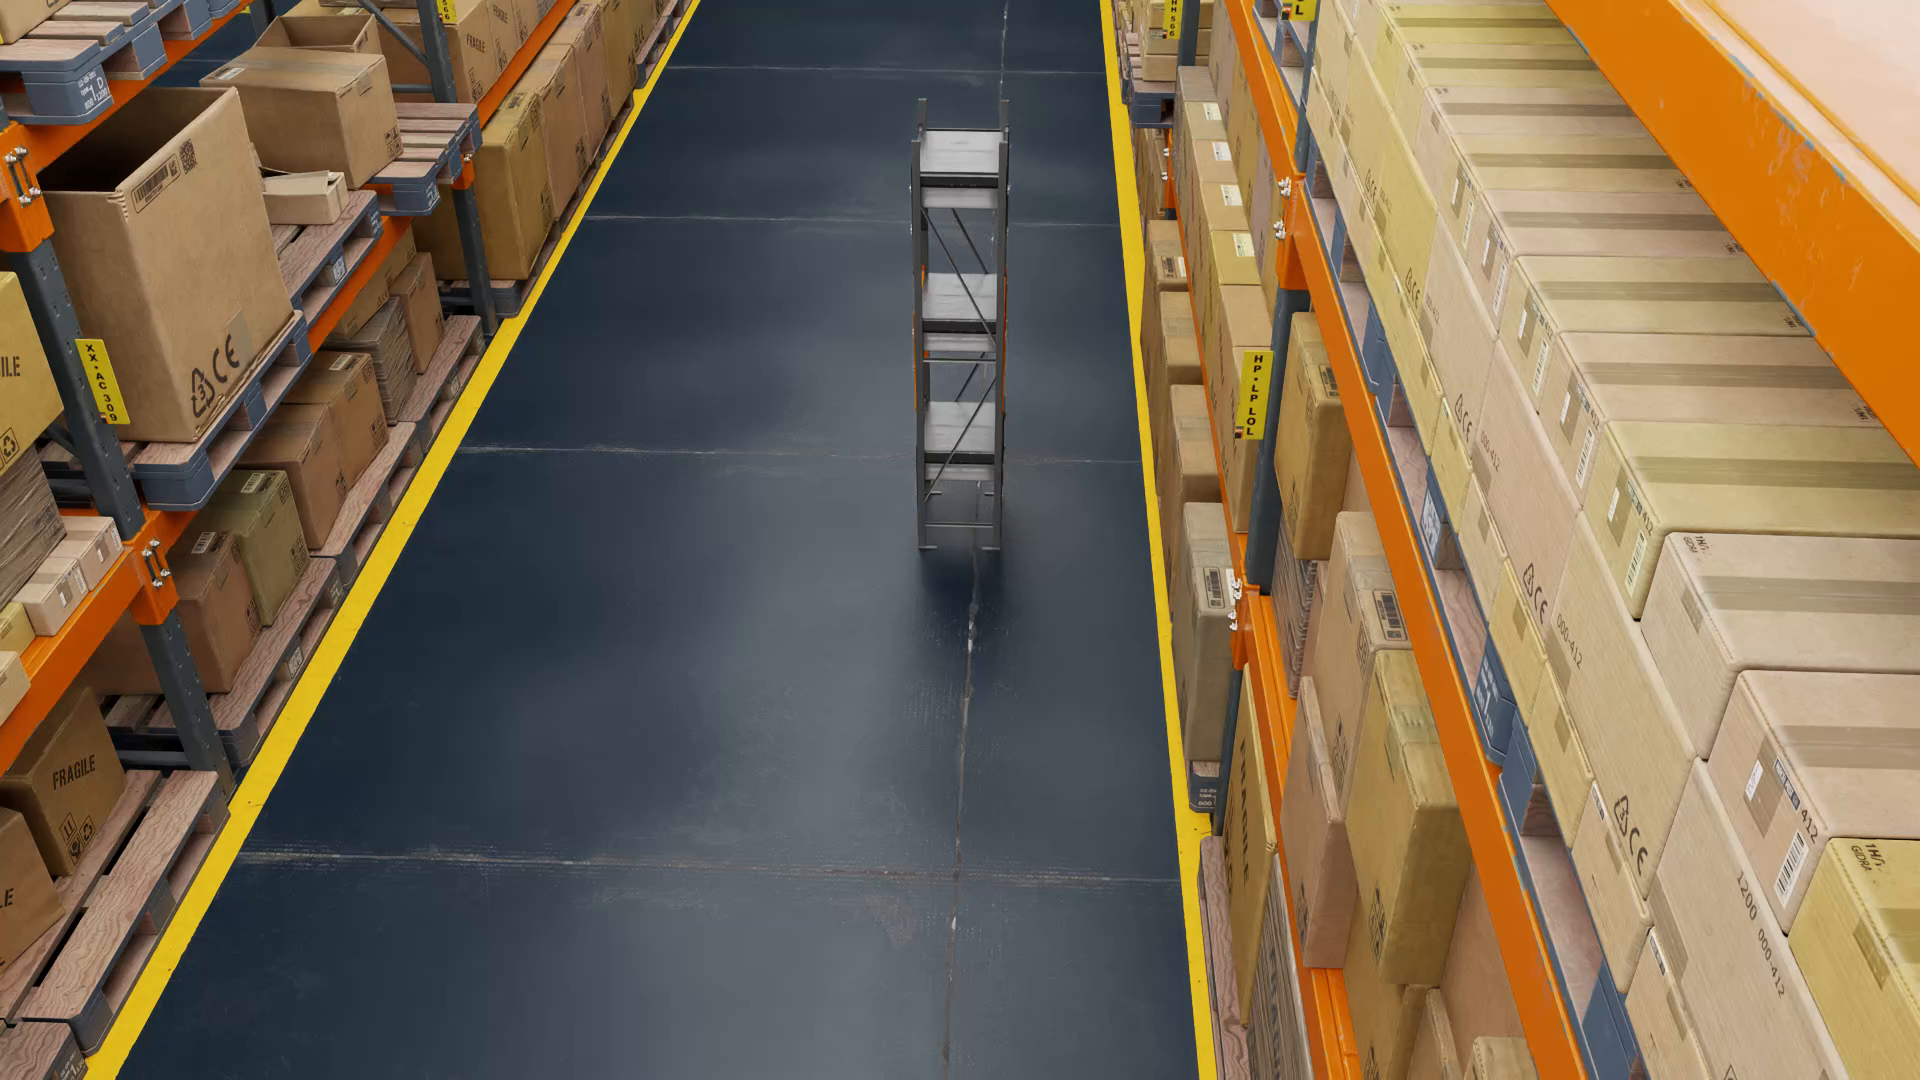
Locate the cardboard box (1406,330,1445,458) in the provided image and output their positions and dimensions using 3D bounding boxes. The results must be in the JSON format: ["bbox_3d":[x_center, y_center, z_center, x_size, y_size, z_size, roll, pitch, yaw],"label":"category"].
[{"bbox_3d":[1.078,-0.279,3.196,0.380,0.149,0.250,2,35,2],"label":"cardboard box"}]

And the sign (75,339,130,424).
[{"bbox_3d":[-2.916,-0.536,5.651,0.100,0.325,0.005,1,35,2],"label":"sign"}]

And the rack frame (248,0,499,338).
[{"bbox_3d":[-3.298,-2.488,9.182,1.000,3.000,0.127,1,35,2],"label":"rack frame"}]

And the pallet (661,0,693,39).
[{"bbox_3d":[-2.982,-4.783,14.872,1.003,0.211,1.213,1,35,2],"label":"pallet"}]

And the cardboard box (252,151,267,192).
[{"bbox_3d":[-3.481,-1.402,7.181,0.797,0.503,0.637,5,35,7],"label":"cardboard box"}]

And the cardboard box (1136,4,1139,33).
[{"bbox_3d":[1.250,-3.112,9.923,0.380,0.149,0.250,1,35,1],"label":"cardboard box"}]

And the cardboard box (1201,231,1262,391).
[{"bbox_3d":[1.288,-0.945,6.899,0.500,0.500,0.500,2,35,2],"label":"cardboard box"}]

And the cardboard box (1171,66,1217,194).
[{"bbox_3d":[1.366,-2.105,8.549,0.500,0.500,0.500,2,35,2],"label":"cardboard box"}]

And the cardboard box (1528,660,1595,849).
[{"bbox_3d":[1.039,0.307,2.362,0.380,0.149,0.250,2,35,2],"label":"cardboard box"}]

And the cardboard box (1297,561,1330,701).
[{"bbox_3d":[1.491,0.450,4.870,0.875,0.550,0.550,1,35,2],"label":"cardboard box"}]

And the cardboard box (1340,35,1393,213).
[{"bbox_3d":[1.175,-0.953,3.808,0.500,0.250,0.500,1,35,2],"label":"cardboard box"}]

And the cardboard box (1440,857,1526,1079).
[{"bbox_3d":[1.475,0.929,3.250,0.875,0.550,0.550,1,35,2],"label":"cardboard box"}]

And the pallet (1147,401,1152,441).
[{"bbox_3d":[1.547,-0.723,9.096,1.003,0.211,1.213,1,35,2],"label":"pallet"}]

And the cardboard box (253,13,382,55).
[{"bbox_3d":[-3.279,-2.390,8.589,0.500,0.500,0.500,-3,35,-4],"label":"cardboard box"}]

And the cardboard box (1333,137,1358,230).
[{"bbox_3d":[1.119,-0.861,4.024,0.380,0.149,0.250,1,35,2],"label":"cardboard box"}]

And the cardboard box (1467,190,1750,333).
[{"bbox_3d":[1.069,-0.460,2.760,0.380,0.149,0.250,2,35,2],"label":"cardboard box"}]

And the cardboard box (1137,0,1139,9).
[{"bbox_3d":[1.247,-3.249,9.859,0.380,0.149,0.250,1,35,2],"label":"cardboard box"}]

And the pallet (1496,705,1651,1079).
[{"bbox_3d":[1.352,0.663,2.166,1.003,0.211,1.213,1,35,2],"label":"pallet"}]

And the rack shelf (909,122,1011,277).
[{"bbox_3d":[0.007,-1.516,7.387,0.431,0.518,0.480,1,35,2],"label":"rack shelf"}]

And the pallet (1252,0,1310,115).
[{"bbox_3d":[1.481,-1.694,5.610,0.805,0.209,1.217,0,35,0],"label":"pallet"}]

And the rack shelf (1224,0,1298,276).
[{"bbox_3d":[1.574,-2.099,6.645,1.077,0.370,4.000,1,35,2],"label":"rack shelf"}]

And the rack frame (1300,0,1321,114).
[{"bbox_3d":[1.493,-2.472,3.941,1.000,3.000,0.127,1,35,2],"label":"rack frame"}]

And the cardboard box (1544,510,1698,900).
[{"bbox_3d":[1.094,0.205,2.160,0.500,0.250,0.500,1,35,2],"label":"cardboard box"}]

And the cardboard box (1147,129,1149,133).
[{"bbox_3d":[1.465,-2.752,10.714,0.500,0.250,0.500,2,35,3],"label":"cardboard box"}]

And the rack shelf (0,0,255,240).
[{"bbox_3d":[-3.378,-2.272,6.891,1.077,0.370,4.000,1,35,2],"label":"rack shelf"}]

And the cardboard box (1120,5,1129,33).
[{"bbox_3d":[1.501,-4.239,13.529,0.380,0.149,0.250,0,35,0],"label":"cardboard box"}]

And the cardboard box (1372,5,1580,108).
[{"bbox_3d":[1.110,-1.042,3.587,0.380,0.149,0.250,1,35,1],"label":"cardboard box"}]

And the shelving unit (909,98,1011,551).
[{"bbox_3d":[0.007,-0.954,7.782,0.431,2.100,0.503,1,35,2],"label":"shelving unit"}]

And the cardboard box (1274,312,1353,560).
[{"bbox_3d":[1.444,-0.309,5.012,0.875,0.550,0.550,1,35,2],"label":"cardboard box"}]

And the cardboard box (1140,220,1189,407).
[{"bbox_3d":[1.540,-1.219,8.967,1.050,0.750,0.750,1,35,1],"label":"cardboard box"}]

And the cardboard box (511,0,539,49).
[{"bbox_3d":[-2.971,-3.393,10.382,0.500,0.500,0.500,1,35,1],"label":"cardboard box"}]

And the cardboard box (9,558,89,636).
[{"bbox_3d":[-3.193,0.187,5.594,0.380,0.149,0.250,1,35,2],"label":"cardboard box"}]

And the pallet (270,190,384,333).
[{"bbox_3d":[-3.336,-1.271,7.617,1.003,0.211,1.213,1,35,2],"label":"pallet"}]

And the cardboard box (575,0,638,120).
[{"bbox_3d":[-3.143,-3.721,12.418,1.225,0.875,0.875,1,35,2],"label":"cardboard box"}]

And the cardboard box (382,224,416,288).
[{"bbox_3d":[-3.295,-1.567,9.009,0.500,0.250,0.500,3,35,4],"label":"cardboard box"}]

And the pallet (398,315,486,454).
[{"bbox_3d":[-3.331,-0.898,9.345,1.003,0.211,1.213,1,35,2],"label":"pallet"}]

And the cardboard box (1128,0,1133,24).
[{"bbox_3d":[1.540,-4.221,13.243,0.380,0.149,0.250,2,35,2],"label":"cardboard box"}]

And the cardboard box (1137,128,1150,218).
[{"bbox_3d":[1.449,-2.451,10.938,0.500,0.500,0.500,0,35,0],"label":"cardboard box"}]

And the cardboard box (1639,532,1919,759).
[{"bbox_3d":[1.029,0.125,1.927,0.380,0.149,0.250,2,35,3],"label":"cardboard box"}]

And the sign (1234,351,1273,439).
[{"bbox_3d":[0.951,-0.466,5.366,0.100,0.325,0.005,1,35,2],"label":"sign"}]

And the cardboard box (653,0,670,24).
[{"bbox_3d":[-2.994,-4.983,14.214,0.875,0.875,0.875,1,35,2],"label":"cardboard box"}]

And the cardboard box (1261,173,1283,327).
[{"bbox_3d":[1.526,-1.048,6.176,0.700,0.500,0.500,1,35,1],"label":"cardboard box"}]

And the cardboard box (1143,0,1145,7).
[{"bbox_3d":[1.228,-3.064,9.337,0.380,0.149,0.250,1,35,1],"label":"cardboard box"}]

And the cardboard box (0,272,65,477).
[{"bbox_3d":[-3.202,-0.497,5.133,0.500,0.500,0.500,1,35,2],"label":"cardboard box"}]

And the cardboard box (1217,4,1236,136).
[{"bbox_3d":[1.607,-2.217,7.839,0.700,0.500,0.500,1,35,1],"label":"cardboard box"}]

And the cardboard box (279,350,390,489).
[{"bbox_3d":[-3.330,-0.615,8.308,0.700,0.500,0.500,4,35,6],"label":"cardboard box"}]
